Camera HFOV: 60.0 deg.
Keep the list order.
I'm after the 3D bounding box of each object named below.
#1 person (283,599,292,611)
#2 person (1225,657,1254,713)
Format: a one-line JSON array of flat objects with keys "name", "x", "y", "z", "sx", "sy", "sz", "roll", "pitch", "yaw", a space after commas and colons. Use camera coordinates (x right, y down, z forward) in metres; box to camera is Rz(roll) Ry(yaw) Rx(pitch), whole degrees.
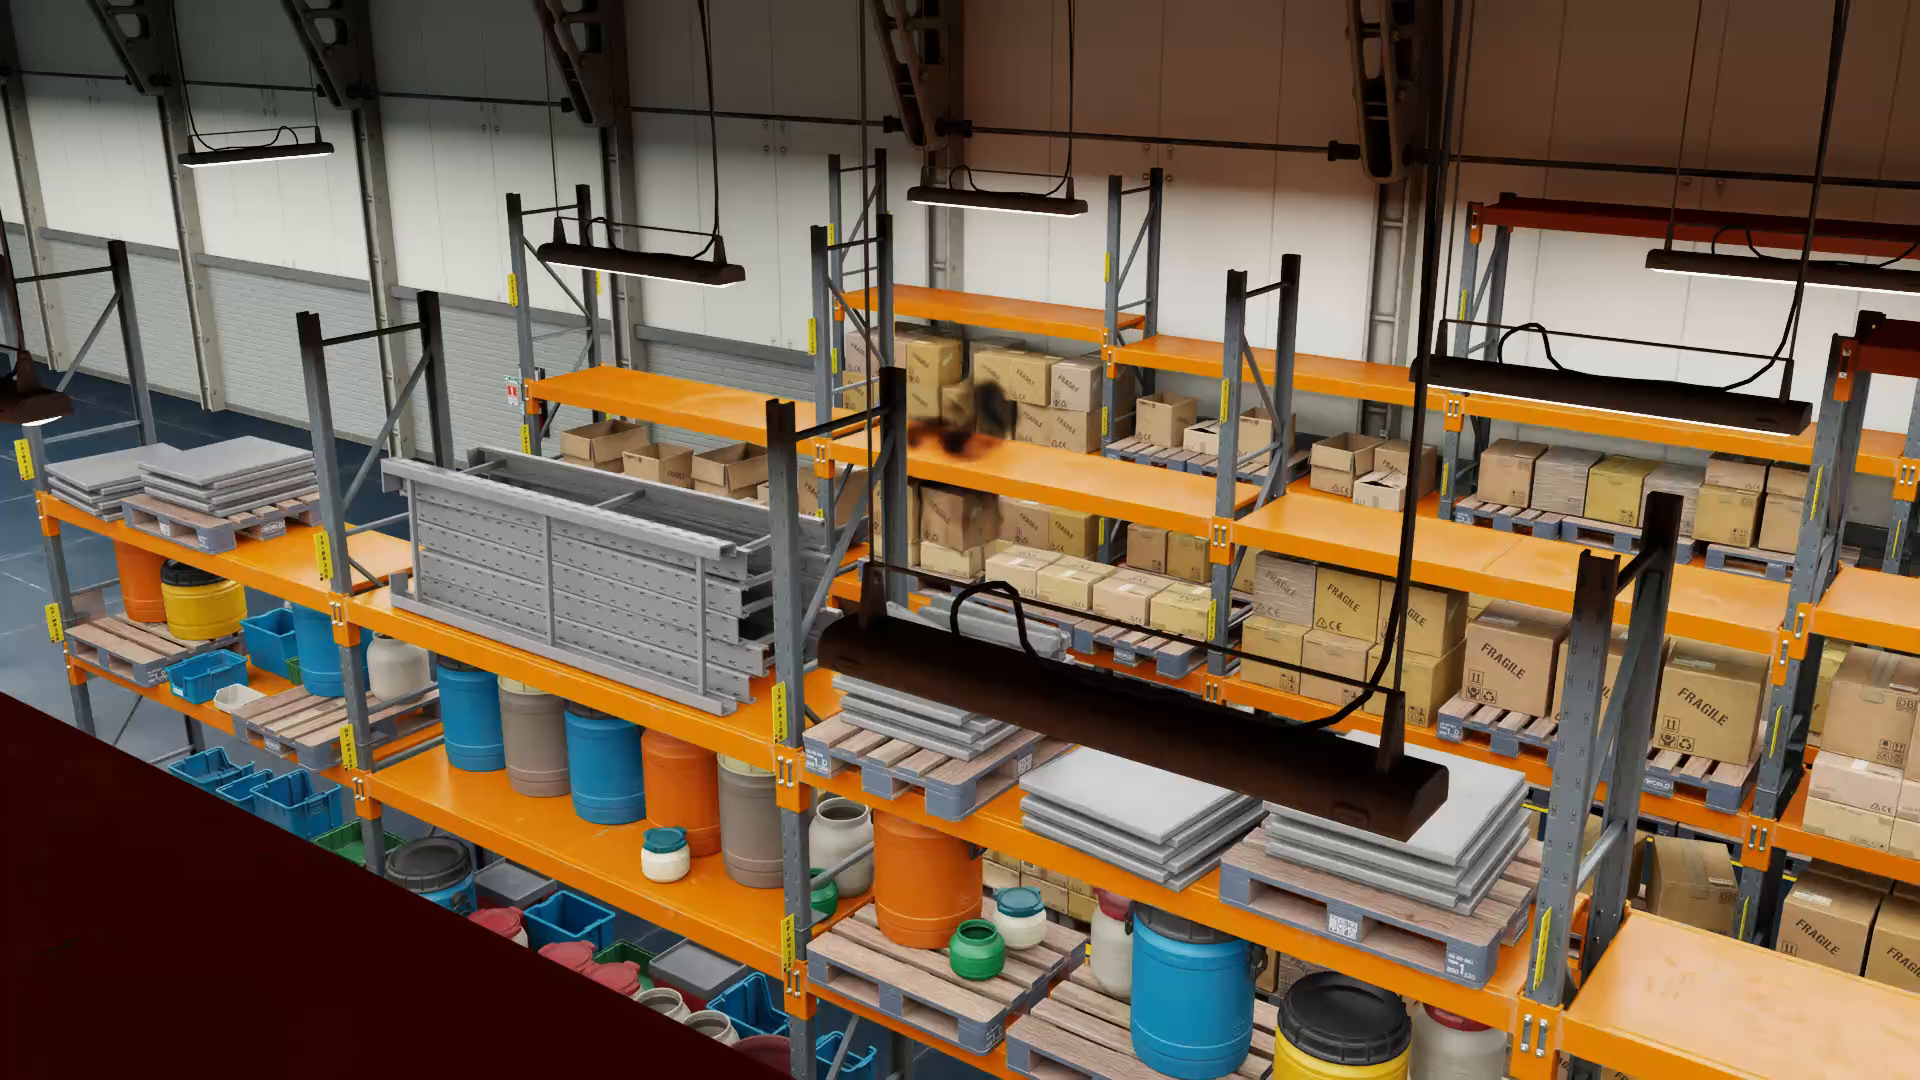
[{"name": "person", "x": -7.652, "y": 1.087, "z": 19.245, "sx": 0.584, "sy": 1.654, "sz": 0.595, "roll": -11, "pitch": 21, "yaw": -30}, {"name": "person", "x": 2.731, "y": 1.683, "z": 16.414, "sx": 0.819, "sy": 1.848, "sz": 0.674, "roll": 10, "pitch": 21, "yaw": 27}]
